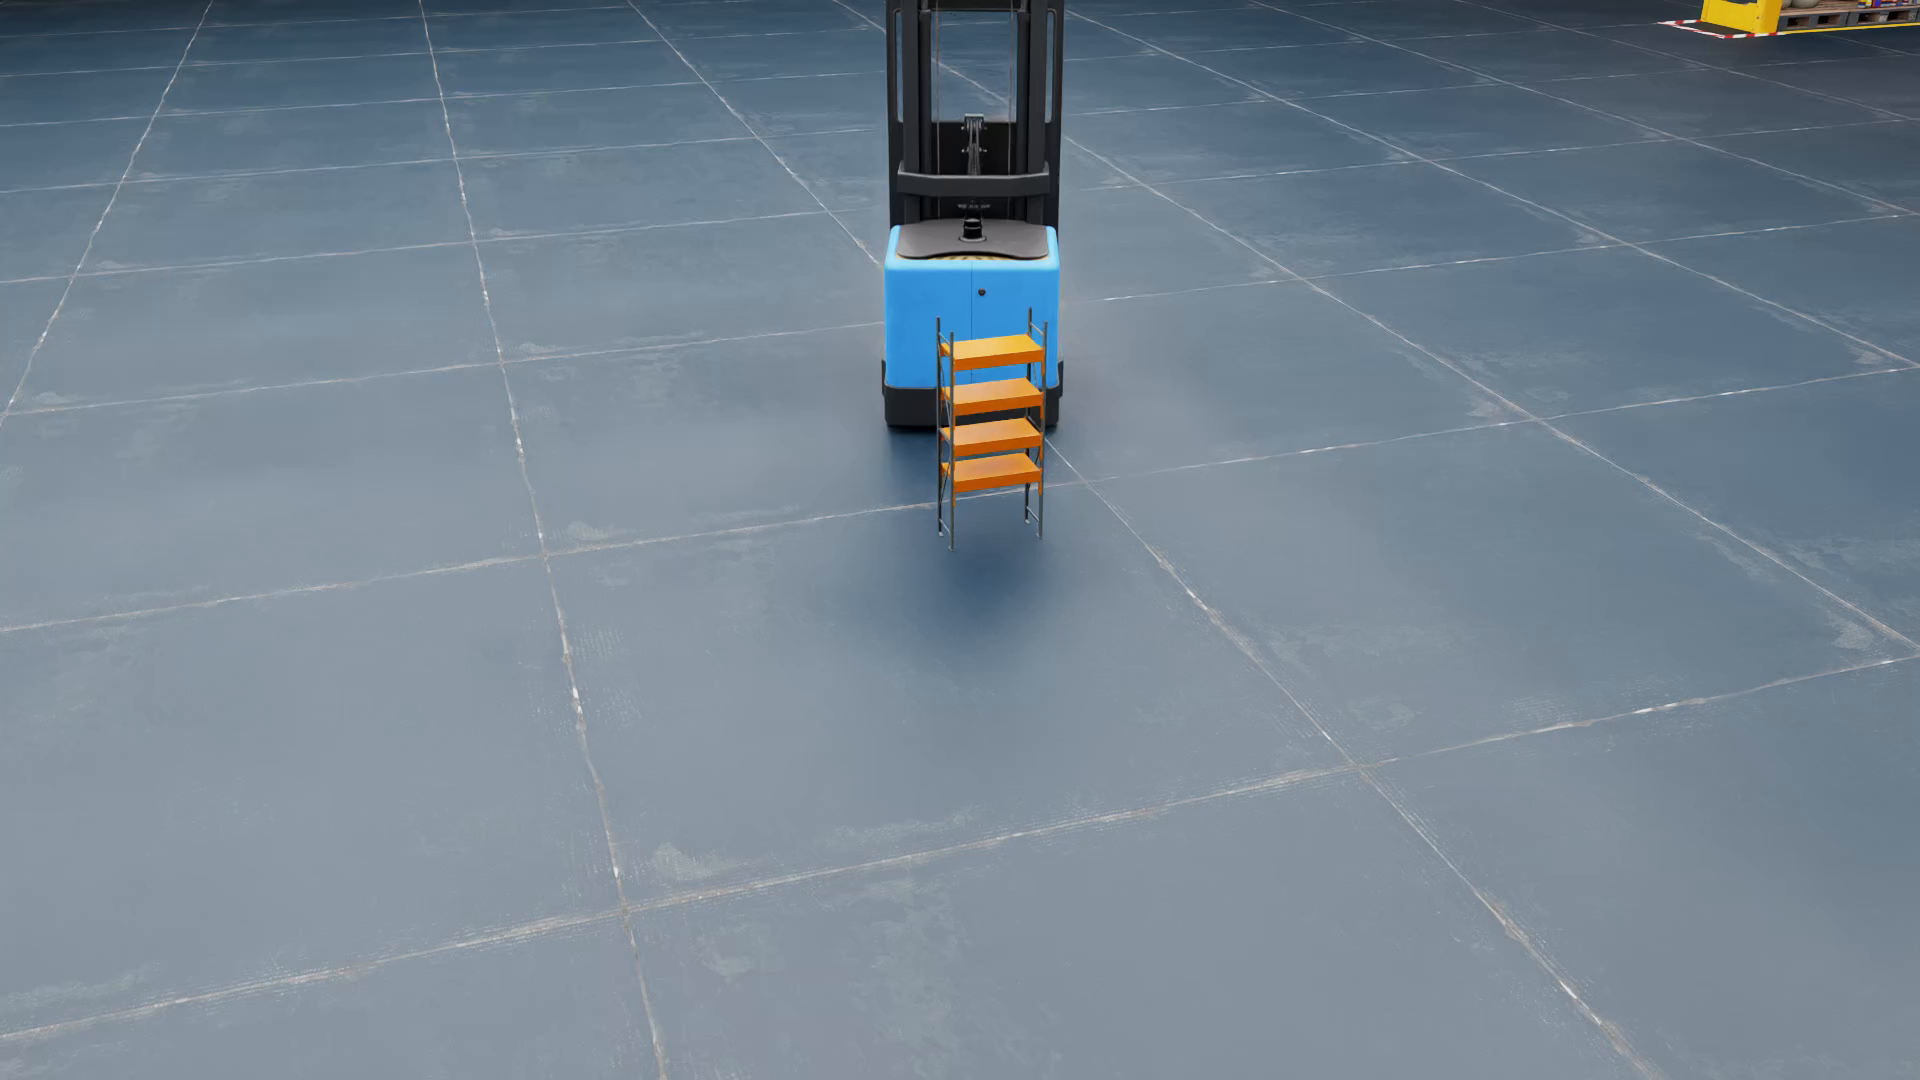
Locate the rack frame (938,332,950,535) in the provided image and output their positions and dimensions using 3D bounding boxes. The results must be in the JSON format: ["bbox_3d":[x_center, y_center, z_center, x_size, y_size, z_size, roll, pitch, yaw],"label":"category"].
[{"bbox_3d":[-0.074,-0.526,8.461,0.006,1.046,0.228,-8,28,-16],"label":"rack frame"}]

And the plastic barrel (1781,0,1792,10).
[{"bbox_3d":[11.375,-7.666,23.143,0.421,0.512,0.421,0,26,0],"label":"plastic barrel"}]

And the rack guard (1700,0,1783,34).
[{"bbox_3d":[10.831,-7.380,23.053,0.348,0.500,1.175,-8,28,-16],"label":"rack guard"}]

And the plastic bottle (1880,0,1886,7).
[{"bbox_3d":[12.920,-7.609,23.277,0.097,0.271,0.097,0,26,0],"label":"plastic bottle"}]

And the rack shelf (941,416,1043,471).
[{"bbox_3d":[0.157,-0.500,8.559,0.480,0.148,0.258,-8,28,-16],"label":"rack shelf"}]

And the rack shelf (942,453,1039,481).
[{"bbox_3d":[0.157,-0.370,8.624,0.457,0.021,0.221,-8,28,-16],"label":"rack shelf"}]

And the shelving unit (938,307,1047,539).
[{"bbox_3d":[0.160,-0.561,8.530,0.499,1.200,0.258,-8,28,-16],"label":"shelving unit"}]

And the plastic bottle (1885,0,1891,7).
[{"bbox_3d":[13.015,-7.623,23.305,0.097,0.271,0.097,0,26,0],"label":"plastic bottle"}]

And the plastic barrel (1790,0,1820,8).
[{"bbox_3d":[11.852,-7.735,23.282,0.421,0.512,0.421,0,26,0],"label":"plastic barrel"}]

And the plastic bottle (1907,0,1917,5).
[{"bbox_3d":[13.408,-7.695,23.444,0.135,0.276,0.152,-8,27,-15],"label":"plastic bottle"}]

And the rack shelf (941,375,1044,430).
[{"bbox_3d":[0.157,-0.700,8.460,0.480,0.148,0.258,-8,28,-16],"label":"rack shelf"}]

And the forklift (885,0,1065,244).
[{"bbox_3d":[0.099,-2.604,10.699,1.121,2.935,3.031,0,26,1],"label":"forklift"}]

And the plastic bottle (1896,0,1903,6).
[{"bbox_3d":[13.207,-7.651,23.361,0.097,0.271,0.097,0,26,0],"label":"plastic bottle"}]

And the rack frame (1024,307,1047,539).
[{"bbox_3d":[0.389,-0.594,8.597,0.015,1.200,0.240,-8,28,-16],"label":"rack frame"}]

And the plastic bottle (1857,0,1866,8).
[{"bbox_3d":[12.594,-7.562,23.182,0.097,0.271,0.097,0,26,0],"label":"plastic bottle"}]

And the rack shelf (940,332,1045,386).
[{"bbox_3d":[0.157,-0.912,8.354,0.480,0.148,0.258,-8,28,-16],"label":"rack shelf"}]

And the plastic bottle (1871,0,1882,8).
[{"bbox_3d":[12.815,-7.591,23.227,0.133,0.283,0.061,-8,27,-15],"label":"plastic bottle"}]

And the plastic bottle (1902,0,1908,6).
[{"bbox_3d":[13.304,-7.633,23.405,0.097,0.201,0.097,0,26,0],"label":"plastic bottle"}]
